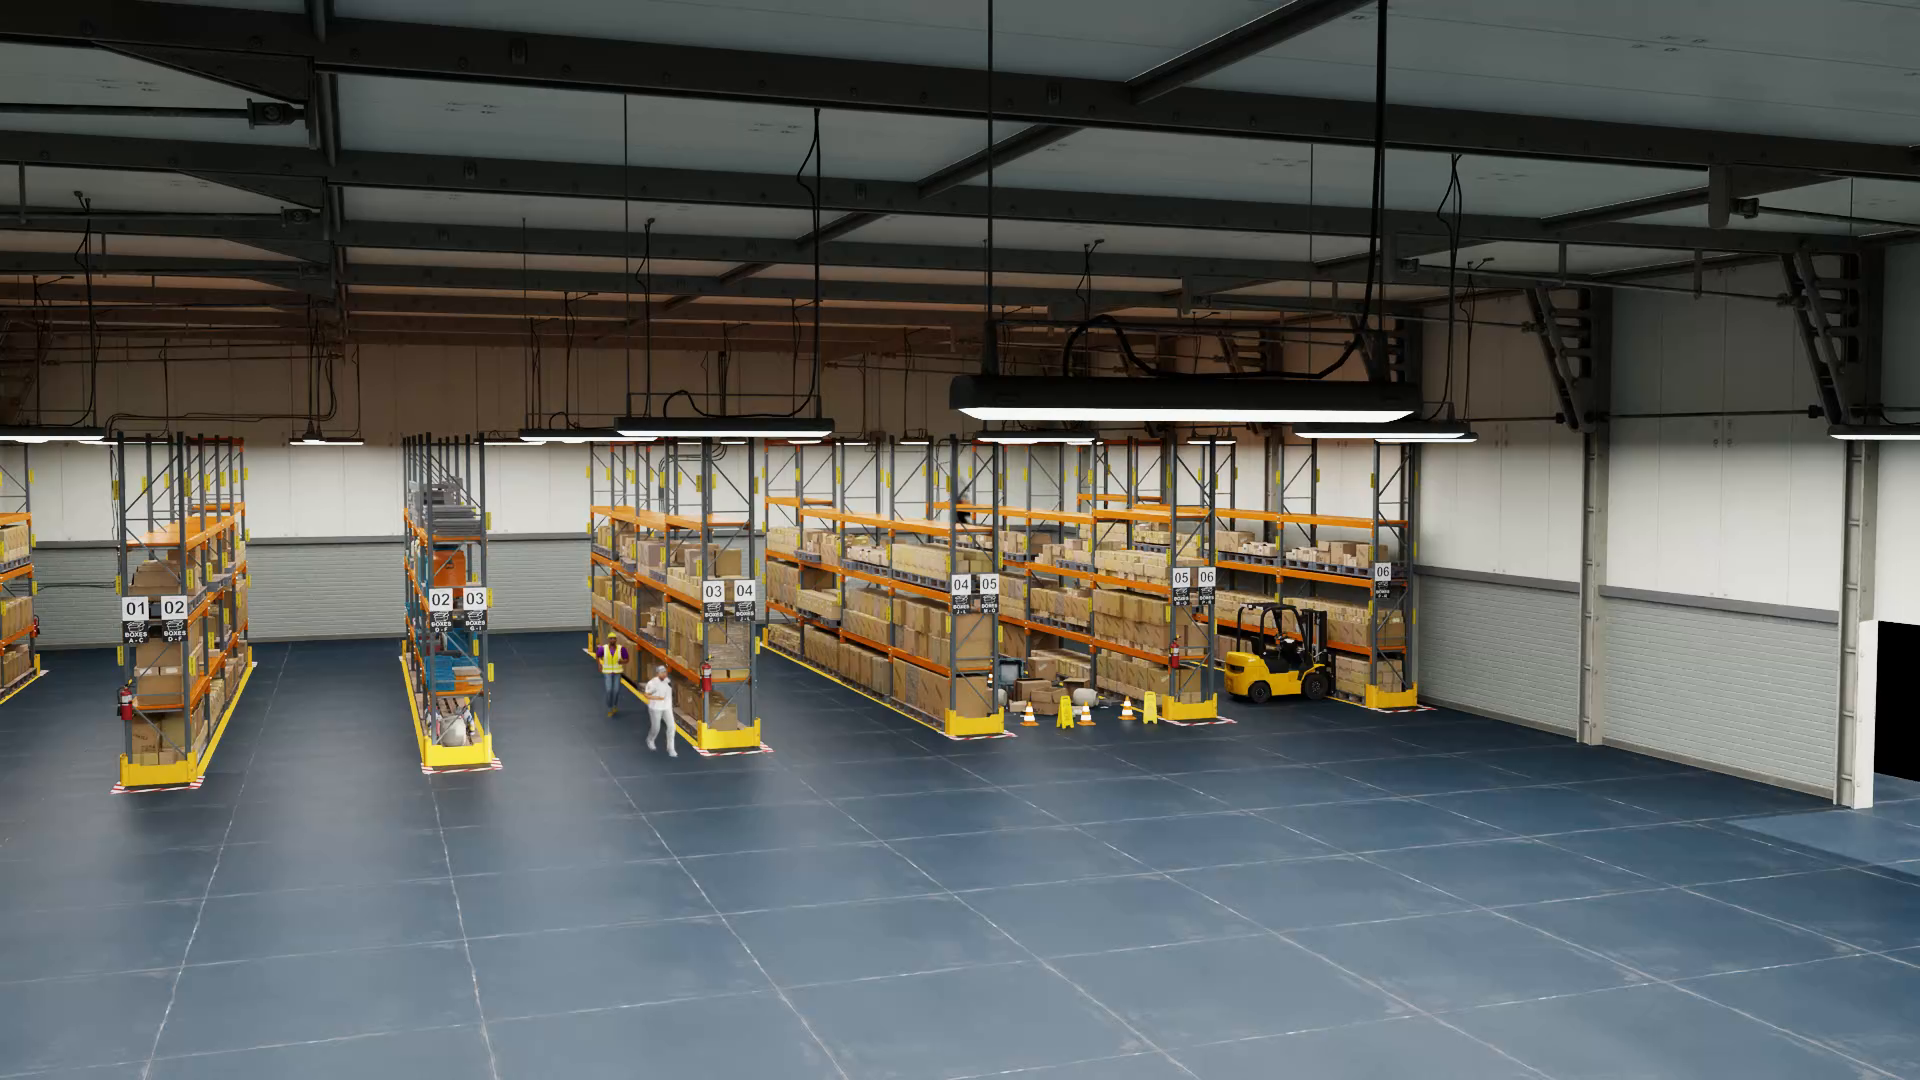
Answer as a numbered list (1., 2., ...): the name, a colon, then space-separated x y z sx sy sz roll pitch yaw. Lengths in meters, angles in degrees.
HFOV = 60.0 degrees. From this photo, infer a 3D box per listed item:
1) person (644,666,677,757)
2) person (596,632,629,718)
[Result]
1. person: -5.608 3.177 31.086 0.636 1.686 0.901 -2 4 -35
2. person: -7.421 2.890 35.561 0.698 1.846 0.665 -1 3 -16
